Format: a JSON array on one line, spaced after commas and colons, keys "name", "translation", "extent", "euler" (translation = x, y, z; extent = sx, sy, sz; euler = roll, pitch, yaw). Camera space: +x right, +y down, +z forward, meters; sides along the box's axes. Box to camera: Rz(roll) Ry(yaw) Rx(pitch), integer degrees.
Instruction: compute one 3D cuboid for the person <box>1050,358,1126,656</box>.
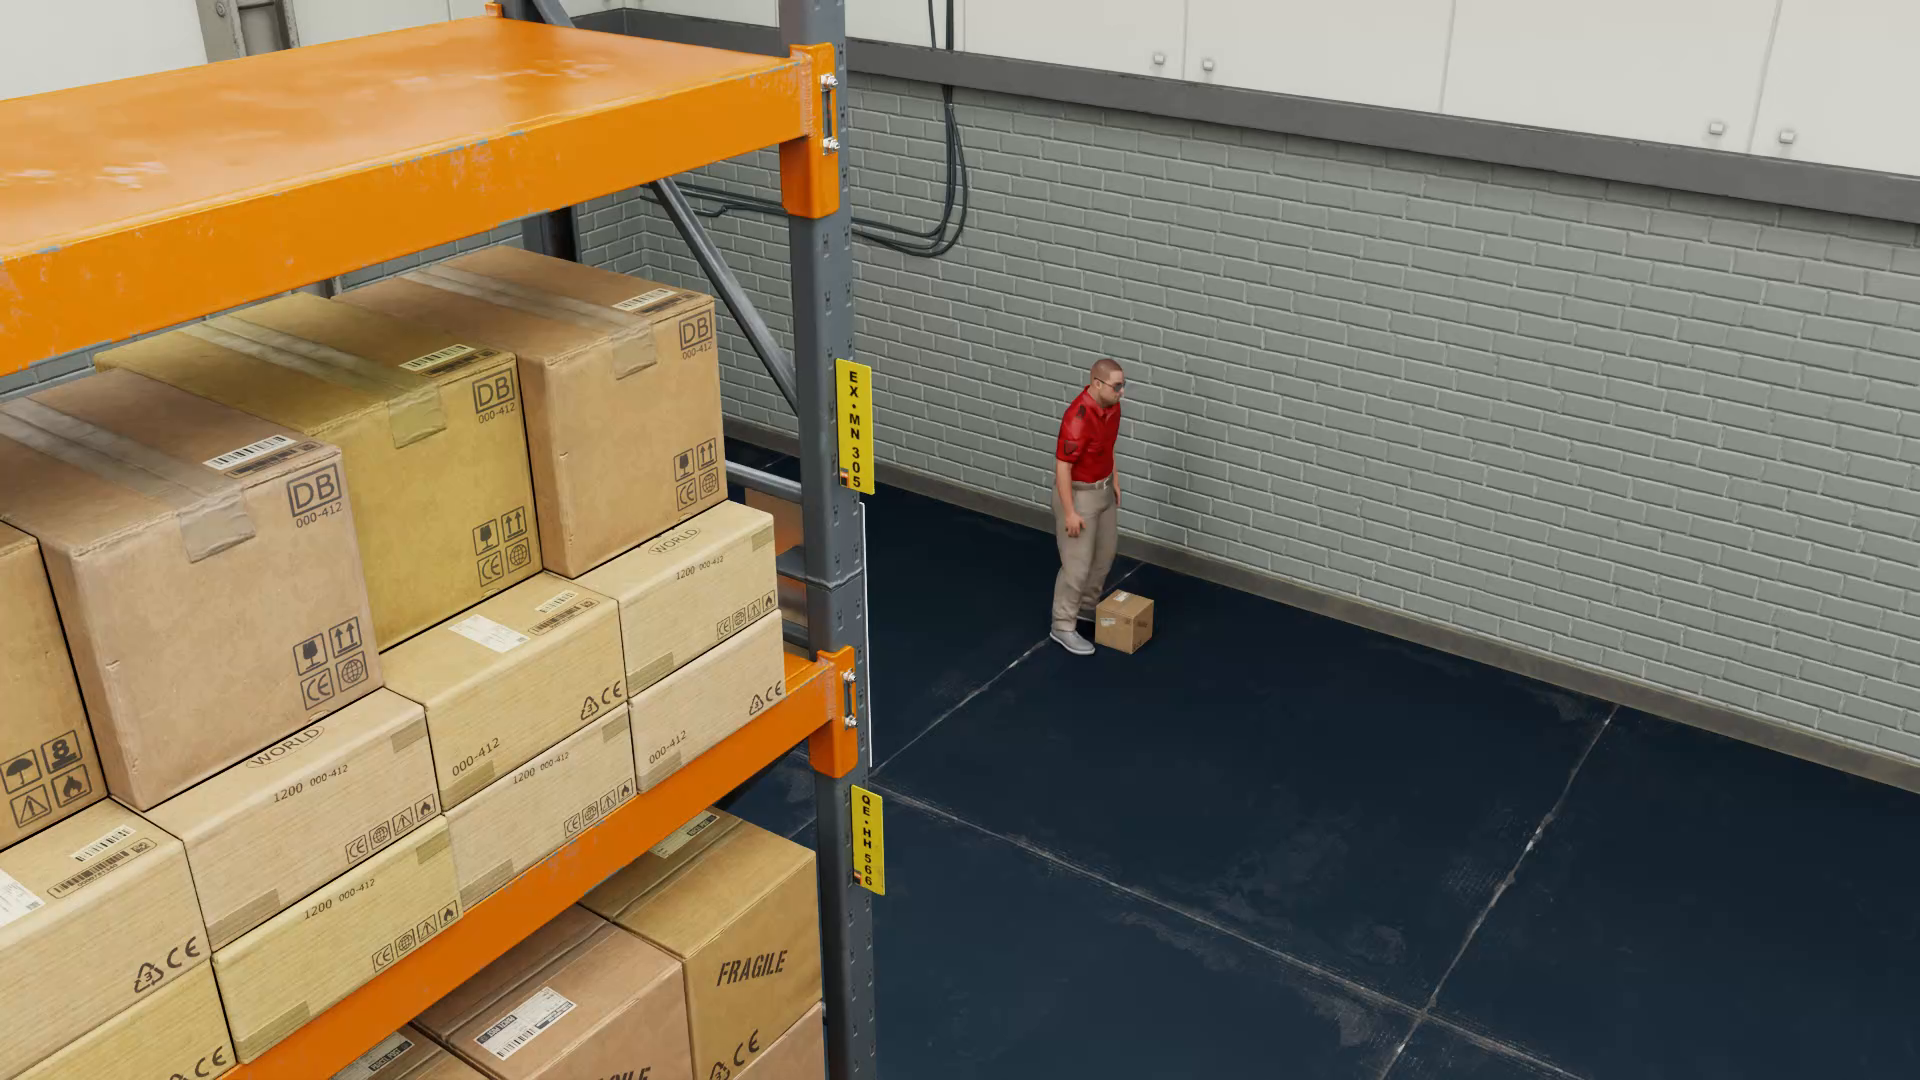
[{"name": "person", "translation": [0.749, -0.234, 9.596], "extent": [0.390, 1.726, 0.593], "euler": [17, 31, 30]}]
